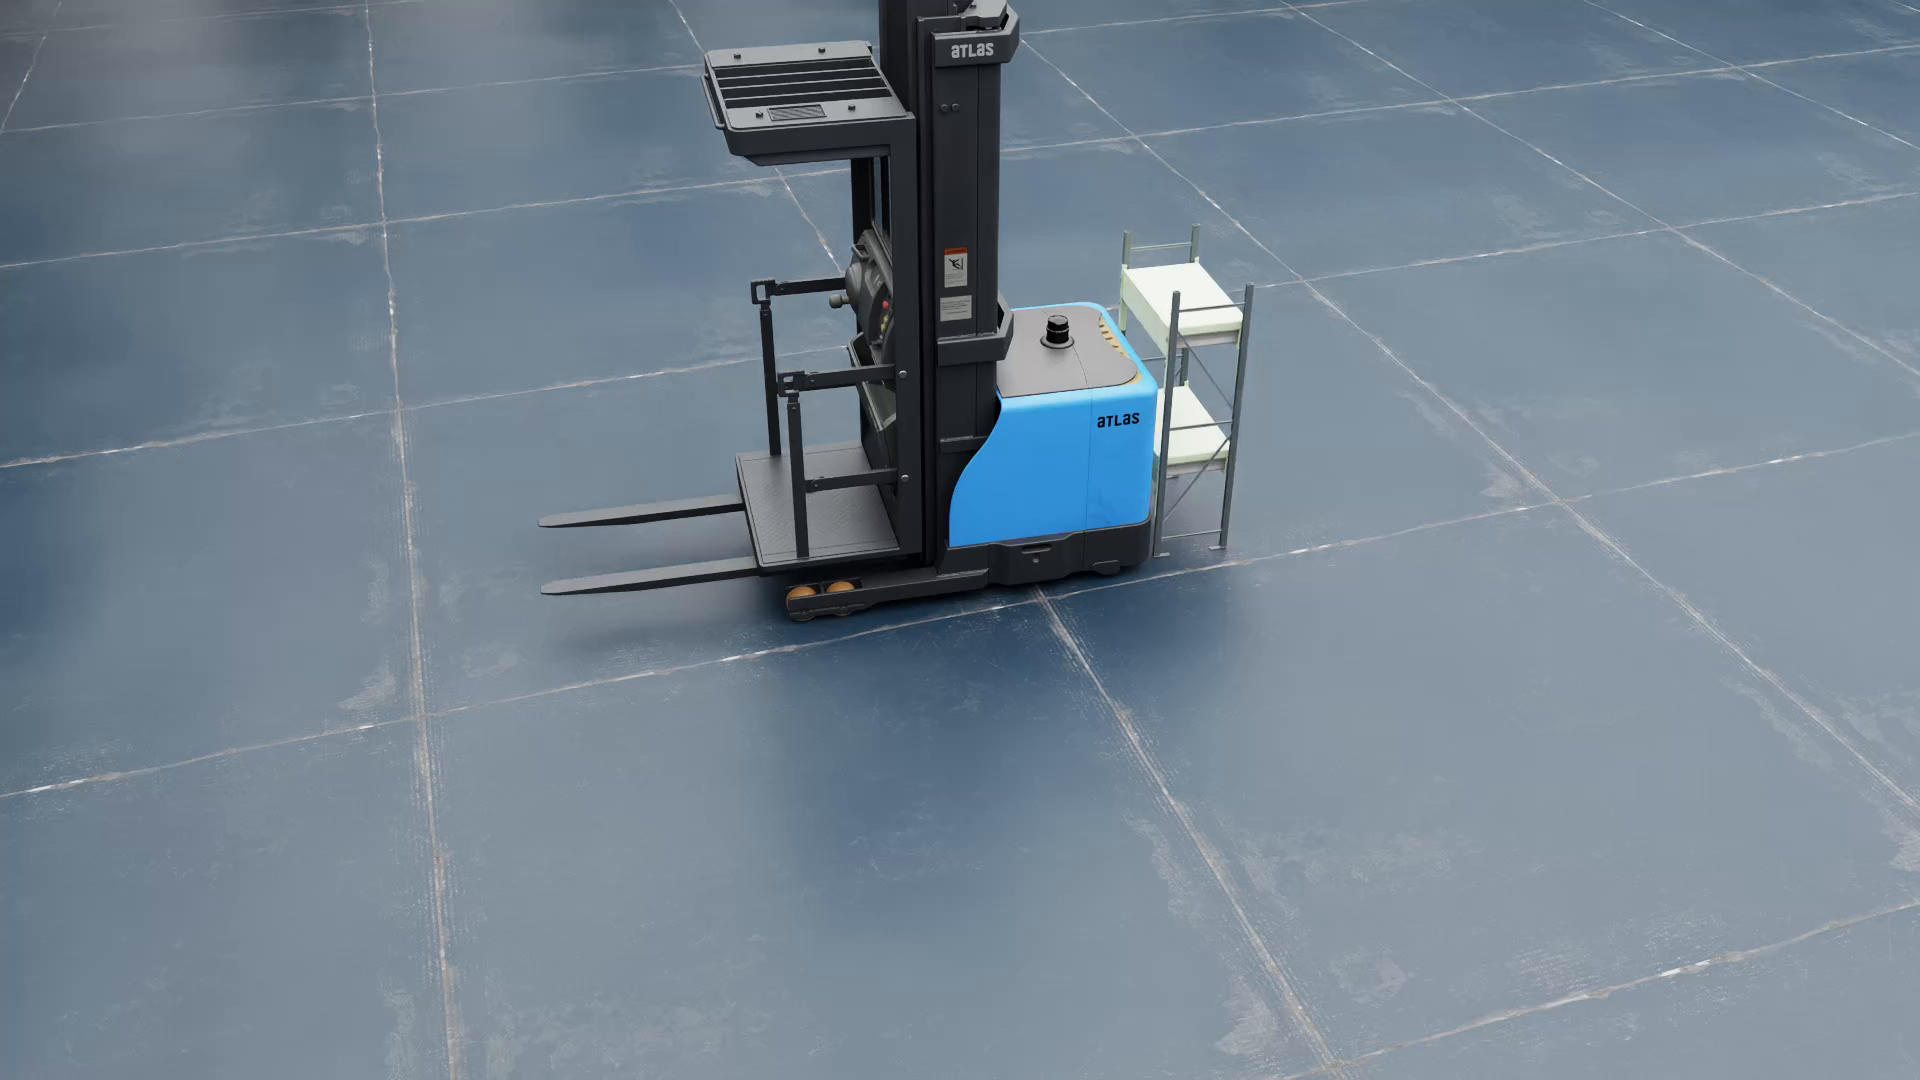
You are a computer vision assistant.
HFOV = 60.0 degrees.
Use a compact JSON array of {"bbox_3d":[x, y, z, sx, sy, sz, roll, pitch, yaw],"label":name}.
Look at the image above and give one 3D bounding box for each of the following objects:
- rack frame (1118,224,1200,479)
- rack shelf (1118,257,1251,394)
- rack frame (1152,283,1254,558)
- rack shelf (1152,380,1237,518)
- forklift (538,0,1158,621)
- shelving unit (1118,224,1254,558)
[{"bbox_3d":[1.024,-0.955,8.835,0.400,1.500,0.023,-8,34,-11],"label":"rack frame"},{"bbox_3d":[1.109,-1.084,8.323,0.431,0.370,0.720,-8,34,-11],"label":"rack shelf"},{"bbox_3d":[1.194,-0.563,8.241,0.400,1.500,0.023,-8,34,-11],"label":"rack frame"},{"bbox_3d":[1.109,-0.487,8.718,0.431,0.370,0.720,-8,34,-11],"label":"rack shelf"},{"bbox_3d":[-0.607,-1.146,7.826,3.031,2.935,1.130,-7,34,-11],"label":"forklift"},{"bbox_3d":[1.109,-0.759,8.538,0.431,1.500,0.755,-8,34,-11],"label":"shelving unit"}]
